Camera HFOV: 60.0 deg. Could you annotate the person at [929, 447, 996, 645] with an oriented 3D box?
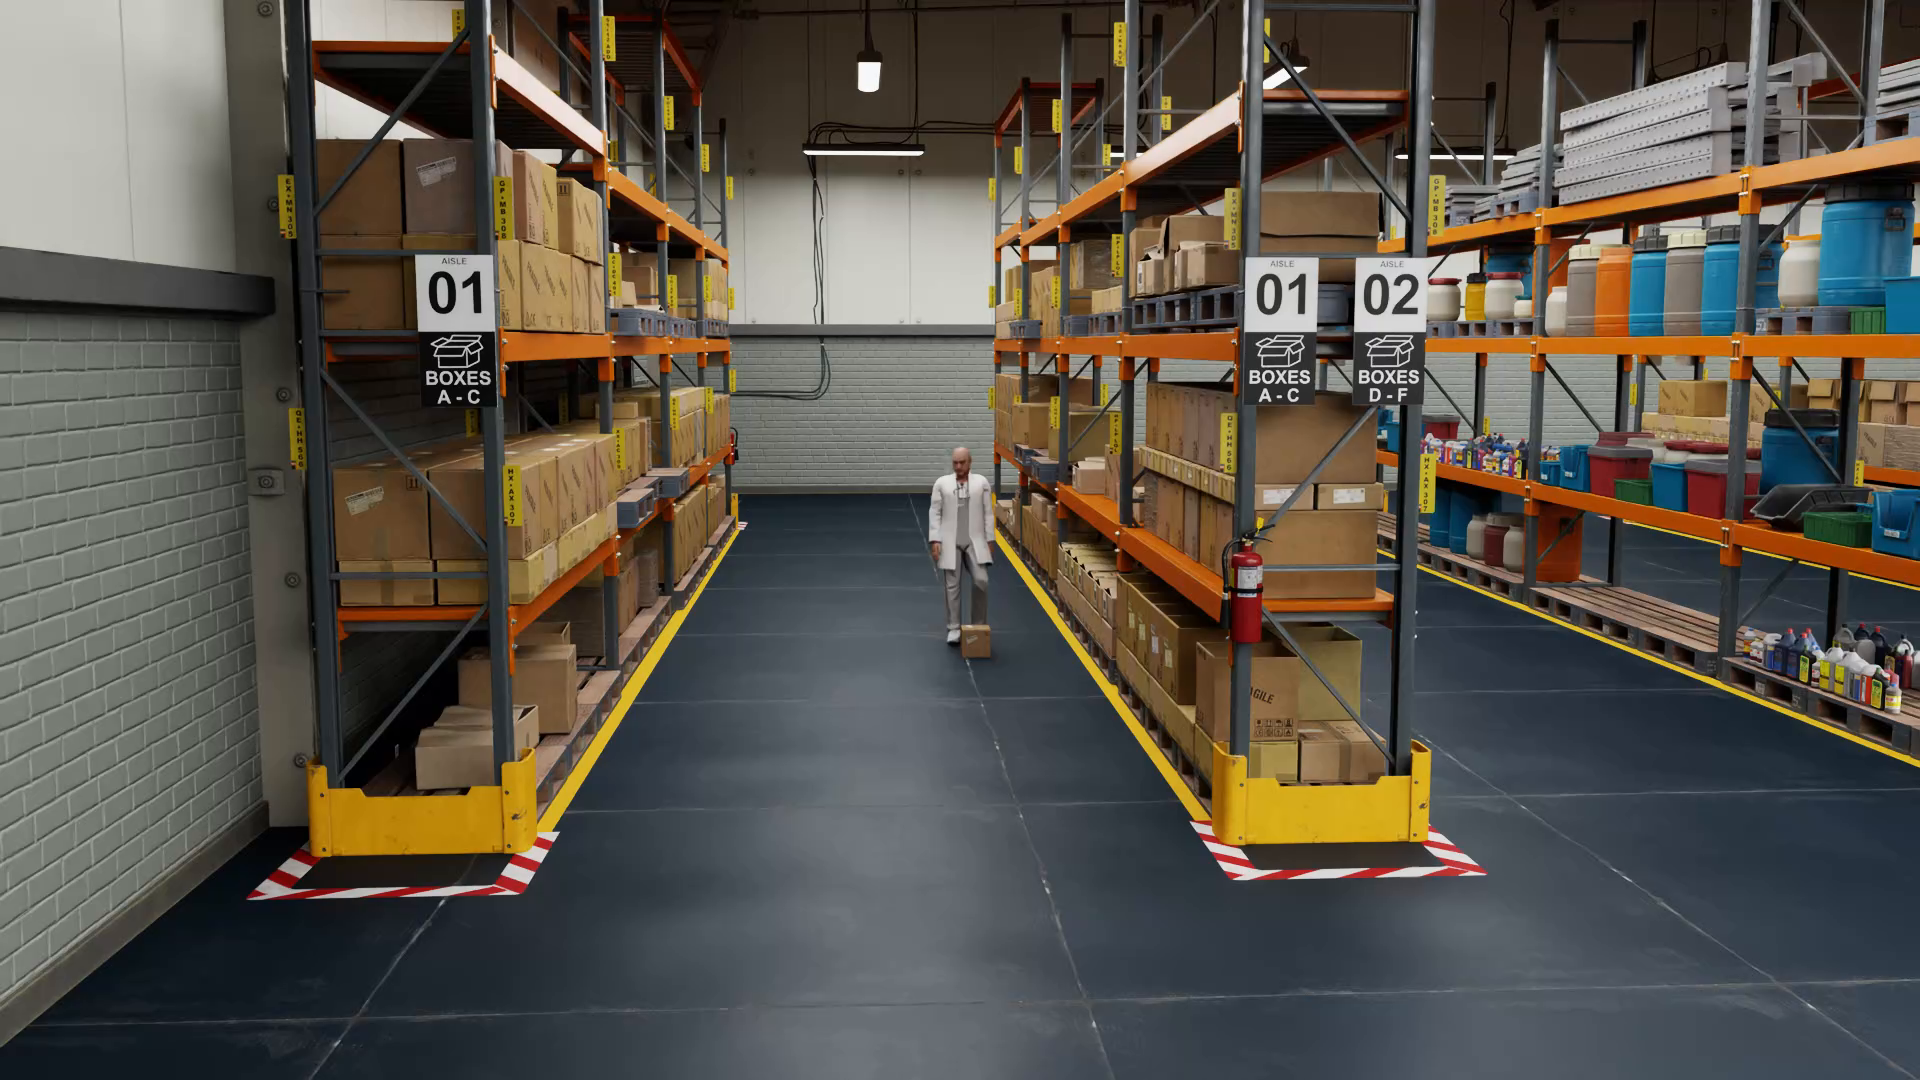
[{"bbox_3d":[0.025,0.078,15.198,0.625,1.847,0.413,0,7,-2],"label":"person"}]
